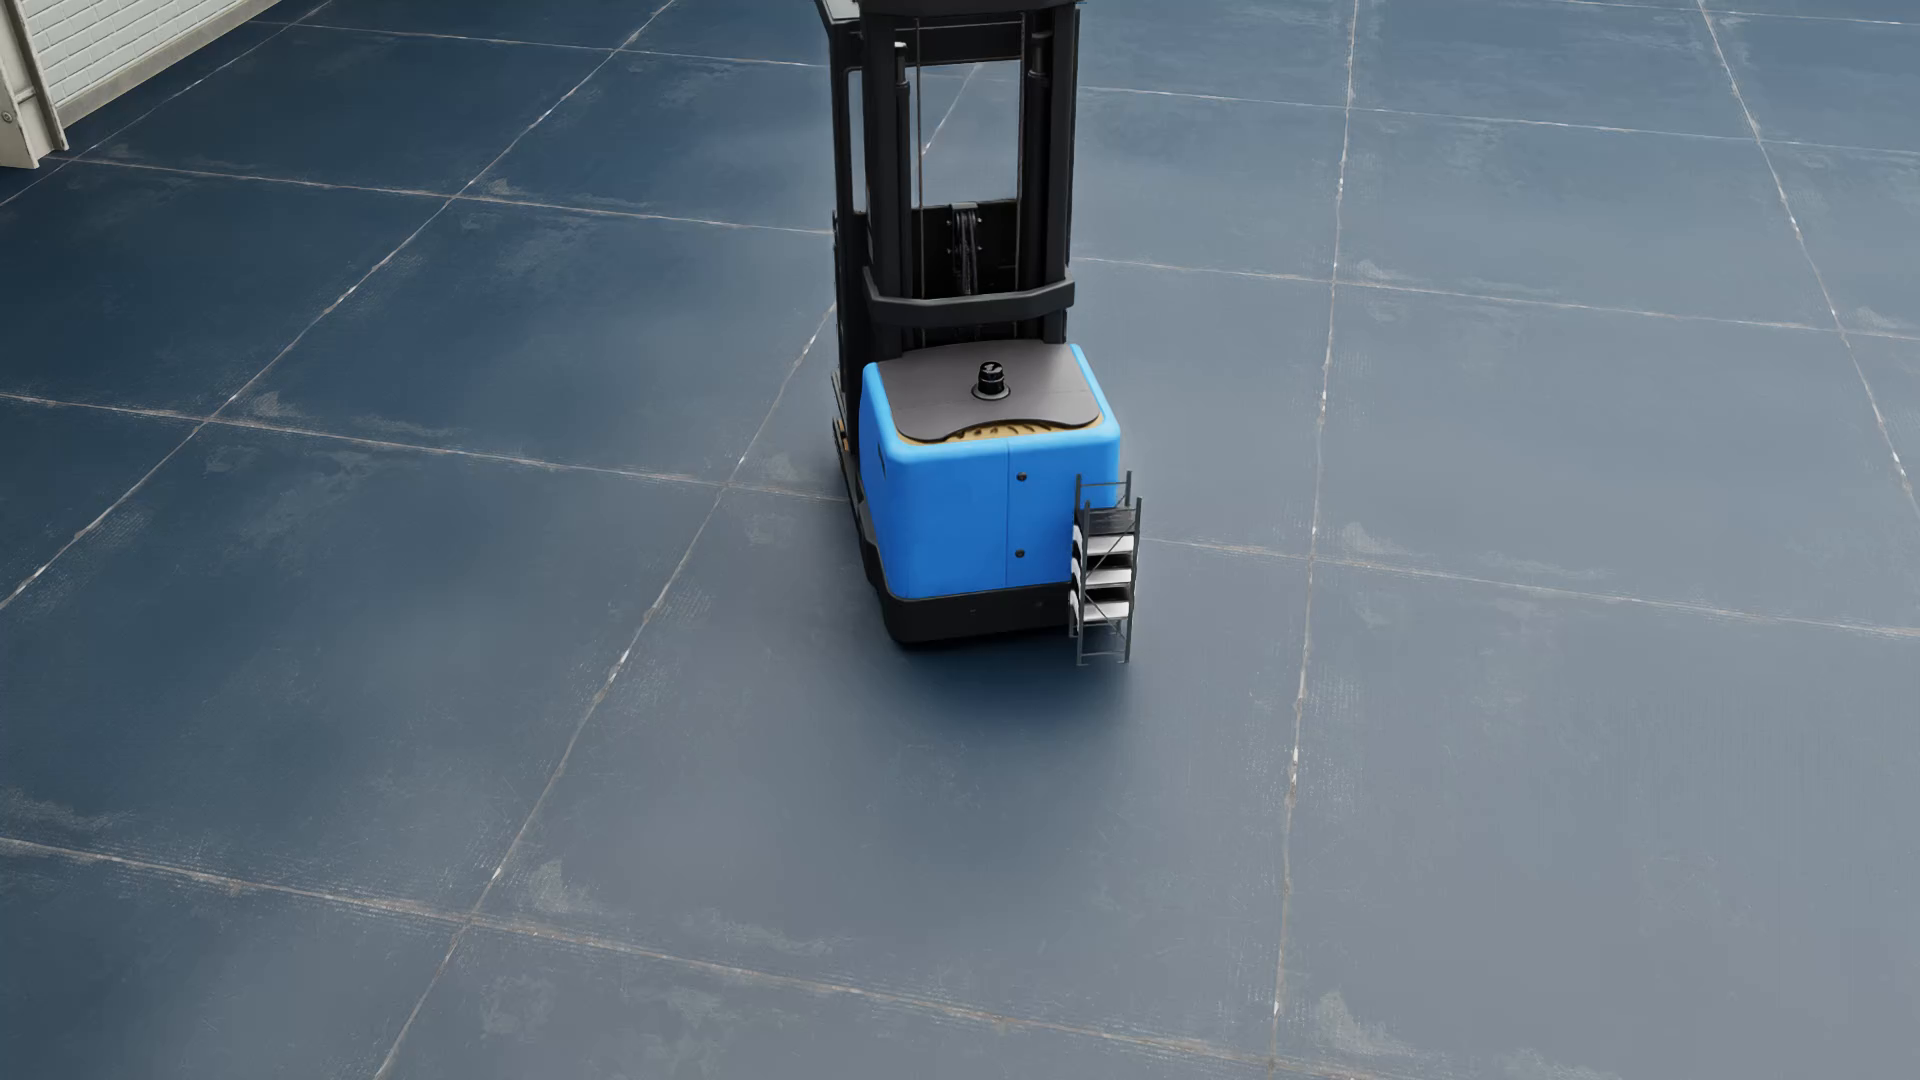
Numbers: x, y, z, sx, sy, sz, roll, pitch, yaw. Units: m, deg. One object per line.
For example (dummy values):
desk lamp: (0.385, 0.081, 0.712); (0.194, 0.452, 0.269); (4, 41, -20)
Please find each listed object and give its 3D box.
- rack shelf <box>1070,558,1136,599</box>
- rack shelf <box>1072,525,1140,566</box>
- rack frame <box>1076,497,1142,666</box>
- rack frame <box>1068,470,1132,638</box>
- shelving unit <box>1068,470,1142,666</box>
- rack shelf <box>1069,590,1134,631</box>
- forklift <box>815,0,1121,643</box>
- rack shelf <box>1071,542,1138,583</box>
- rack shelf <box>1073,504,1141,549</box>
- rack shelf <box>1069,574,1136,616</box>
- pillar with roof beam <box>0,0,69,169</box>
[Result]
rack shelf: (0.630, 0.161, 7.318); (0.258, 0.077, 0.200); (-4, 36, -6)
rack shelf: (0.630, 0.015, 7.212); (0.258, 0.077, 0.200); (-4, 36, -6)
rack frame: (0.642, 0.193, 7.217); (0.240, 0.900, 0.006); (-4, 36, -6)
rack frame: (0.617, 0.075, 7.380); (0.240, 0.900, 0.006); (-4, 36, -6)
shelving unit: (0.630, 0.134, 7.298); (0.258, 0.900, 0.210); (-4, 36, -6)
rack shelf: (0.630, 0.307, 7.424); (0.258, 0.077, 0.200); (-4, 36, -6)
forklift: (-0.069, -1.585, 7.940); (1.130, 2.935, 3.031); (-6, 36, -9)
rack shelf: (0.630, 0.088, 7.265); (0.258, 0.077, 0.200); (-4, 36, -6)
rack shelf: (0.630, -0.058, 7.159); (0.258, 0.077, 0.200); (-4, 36, -6)
rack shelf: (0.630, 0.234, 7.371); (0.258, 0.077, 0.200); (-4, 36, -6)
pillar with roof beam: (-2.536, -5.896, 8.717); (9.100, 9.000, 0.400); (7, 37, 10)
